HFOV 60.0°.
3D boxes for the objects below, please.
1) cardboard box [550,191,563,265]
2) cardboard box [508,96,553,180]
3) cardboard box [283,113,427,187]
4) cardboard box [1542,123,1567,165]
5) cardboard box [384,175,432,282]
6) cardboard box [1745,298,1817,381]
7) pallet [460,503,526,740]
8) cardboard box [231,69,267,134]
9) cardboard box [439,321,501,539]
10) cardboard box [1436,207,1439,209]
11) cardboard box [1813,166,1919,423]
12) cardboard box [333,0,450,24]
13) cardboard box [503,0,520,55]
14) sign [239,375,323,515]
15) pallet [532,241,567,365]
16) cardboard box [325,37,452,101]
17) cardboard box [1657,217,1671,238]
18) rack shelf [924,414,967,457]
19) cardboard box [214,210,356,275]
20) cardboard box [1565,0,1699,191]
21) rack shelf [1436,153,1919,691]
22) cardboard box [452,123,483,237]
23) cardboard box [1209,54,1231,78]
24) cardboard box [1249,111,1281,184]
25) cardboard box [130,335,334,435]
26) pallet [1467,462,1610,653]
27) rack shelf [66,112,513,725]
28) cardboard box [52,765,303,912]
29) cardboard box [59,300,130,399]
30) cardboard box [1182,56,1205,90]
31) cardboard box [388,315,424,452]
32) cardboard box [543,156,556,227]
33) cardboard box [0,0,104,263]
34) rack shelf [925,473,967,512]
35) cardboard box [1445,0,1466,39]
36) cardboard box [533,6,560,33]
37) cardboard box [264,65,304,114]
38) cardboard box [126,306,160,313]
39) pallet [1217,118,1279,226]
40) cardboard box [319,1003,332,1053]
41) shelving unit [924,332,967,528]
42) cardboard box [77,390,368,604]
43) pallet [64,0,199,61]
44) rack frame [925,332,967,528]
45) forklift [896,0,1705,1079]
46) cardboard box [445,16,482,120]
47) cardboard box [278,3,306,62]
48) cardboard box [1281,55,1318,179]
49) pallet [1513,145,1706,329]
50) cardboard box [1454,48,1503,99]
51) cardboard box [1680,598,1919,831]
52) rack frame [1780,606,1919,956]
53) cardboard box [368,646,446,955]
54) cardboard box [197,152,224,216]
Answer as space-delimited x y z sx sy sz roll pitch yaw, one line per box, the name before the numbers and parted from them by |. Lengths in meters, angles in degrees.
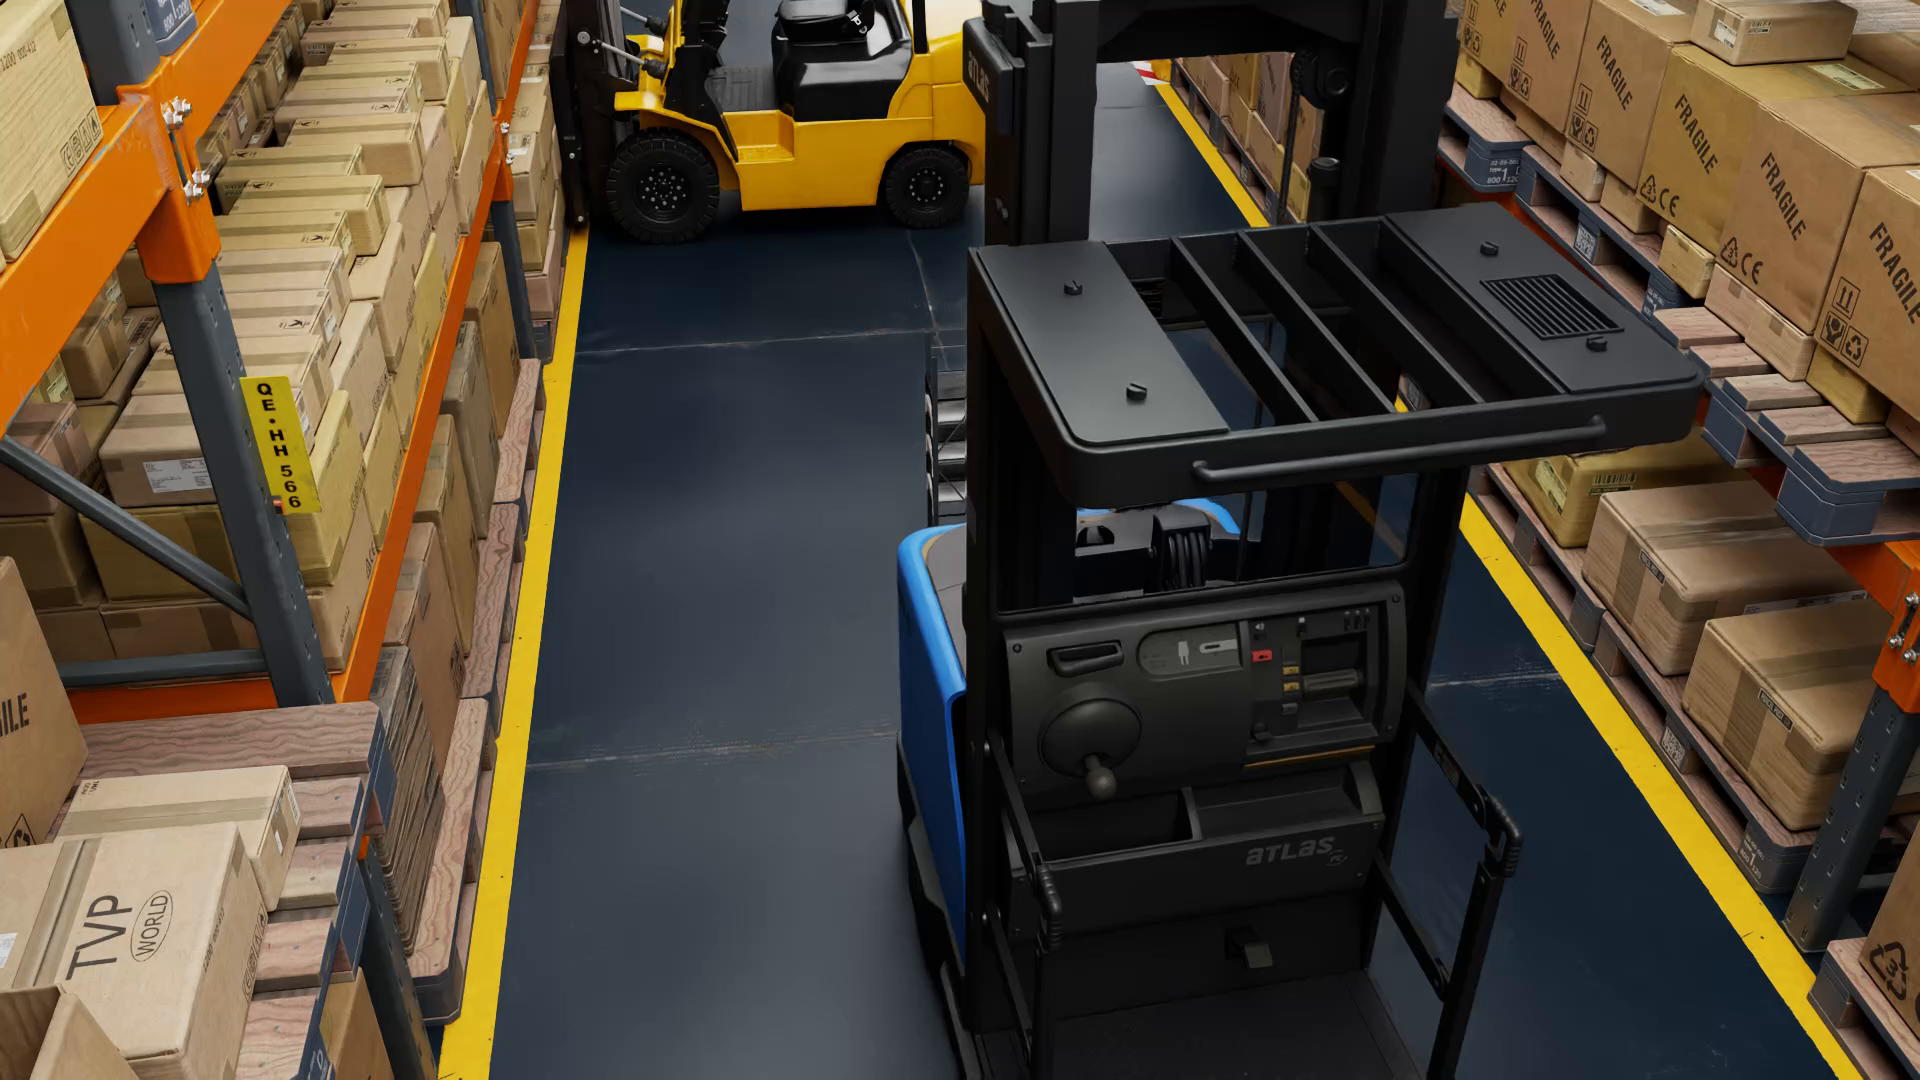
cardboard box | -2.288 -1.546 8.423 0.500 0.250 0.500 -5 35 -7
cardboard box | -2.280 -1.961 8.145 0.500 0.250 0.500 -4 35 -6
cardboard box | -1.888 -1.214 5.203 0.380 0.149 0.250 -5 35 -8
cardboard box | 2.375 -1.469 6.093 0.380 0.149 0.250 -4 34 -6
cardboard box | -1.960 -0.966 5.193 0.500 0.250 0.500 -4 34 -6
cardboard box | 2.525 -0.593 4.807 0.380 0.149 0.250 -5 35 -7
pallet | -2.162 0.312 6.105 1.003 0.211 1.213 -4 35 -6
cardboard box | -2.553 -1.453 5.554 0.380 0.149 0.250 -4 35 -6
cardboard box | -2.290 -0.399 6.408 0.875 0.625 0.625 -5 35 -7
cardboard box | 2.639 -1.696 8.644 0.500 0.250 0.500 -6 35 -9
cardboard box | 2.652 -0.647 4.310 0.500 0.500 0.500 -5 35 -8
cardboard box | -2.202 -2.067 6.454 0.380 0.149 0.250 -3 34 -5
cardboard box | -2.355 -2.529 7.709 0.500 0.500 0.500 -4 34 -6
sign | -1.393 -0.191 3.409 0.100 0.325 0.005 -4 35 -6
pallet | -2.533 -1.226 8.361 1.003 0.211 1.213 -4 35 -6
cardboard box | -2.001 -1.647 5.838 0.380 0.149 0.250 -5 35 -8
cardboard box | 2.539 -1.036 5.457 0.380 0.149 0.250 -4 34 -6
rack shelf | 0.001 -0.414 6.458 0.258 0.077 0.200 -4 35 -6
cardboard box | -1.889 -0.782 4.569 0.380 0.149 0.250 -4 34 -6
cardboard box | 2.430 -1.521 5.593 0.500 0.500 0.500 -6 35 -8
rack shelf | 2.719 -0.896 6.040 1.077 0.370 4.000 -4 35 -6
cardboard box | -2.067 -1.328 6.168 0.500 0.250 0.500 -5 35 -7
cardboard box | 1.825 -3.113 10.057 0.500 0.500 0.500 -6 35 -8
cardboard box | 1.959 -2.236 9.437 0.500 0.250 0.500 -4 34 -6
cardboard box | -1.718 -0.357 3.946 0.380 0.149 0.250 -4 34 -5
pallet | 2.724 -0.040 6.621 1.003 0.211 1.213 -4 35 -6
rack shelf | -2.199 -0.518 5.485 1.077 0.370 4.000 -4 35 -6
cardboard box | -1.461 0.569 3.102 0.380 0.149 0.250 -4 34 -5
cardboard box | -2.294 -0.461 4.098 0.380 0.149 0.250 -4 35 -6
cardboard box | 1.747 -3.107 10.715 0.500 0.250 0.500 -5 35 -7
cardboard box | -1.886 -0.471 4.911 0.500 0.250 0.500 -5 35 -8
cardboard box | -2.296 -1.749 8.278 0.500 0.250 0.500 -5 35 -7
cardboard box | -1.620 -0.608 2.449 0.500 0.250 0.500 -5 35 -8
rack shelf | 0.001 -0.191 6.610 0.258 0.077 0.200 -4 35 -6
cardboard box | 2.229 -2.364 6.829 0.500 0.500 0.500 -4 34 -5
cardboard box | -2.482 -2.815 9.398 0.500 0.250 0.500 -4 34 -6
cardboard box | -2.596 -1.492 5.965 0.500 0.250 0.500 -5 35 -7
cardboard box | -2.400 -0.638 4.712 0.500 0.250 0.500 -5 35 -7
pallet | 2.158 -2.211 9.807 1.003 0.211 1.213 -4 35 -6
cardboard box | -1.612 1.149 3.671 0.380 0.149 0.250 -6 35 -9
shelving unit | 0.001 -0.367 6.490 0.258 0.900 0.210 -4 35 -6
cardboard box | -1.722 -0.112 3.939 0.500 0.250 0.500 -4 35 -6
pallet | -2.109 -1.232 3.399 1.213 0.211 1.003 -3 34 -4
rack frame | -0.013 -0.424 6.573 0.240 0.900 0.006 -4 35 -6
forklift | 0.607 0.401 3.559 1.130 2.935 3.031 -7 35 -10
cardboard box | -2.148 -1.821 6.448 0.500 0.250 0.500 -5 35 -7
cardboard box | -2.649 -1.874 6.172 0.380 0.149 0.250 -5 35 -8
cardboard box | 2.035 -2.250 8.791 0.500 0.500 0.500 -4 34 -6
pallet | 2.682 -1.099 5.870 1.003 0.211 1.213 -4 35 -6
cardboard box | 2.237 -1.906 6.734 0.380 0.149 0.250 -4 34 -5
cardboard box | 2.922 0.519 5.285 0.950 0.372 0.625 -7 35 -10
rack frame | 2.988 -0.077 4.199 1.000 3.000 0.127 -4 35 -6
cardboard box | -2.000 0.760 4.707 0.875 0.625 0.625 -3 34 -5
cardboard box | -2.399 -1.030 4.933 0.380 0.149 0.250 -3 34 -5
